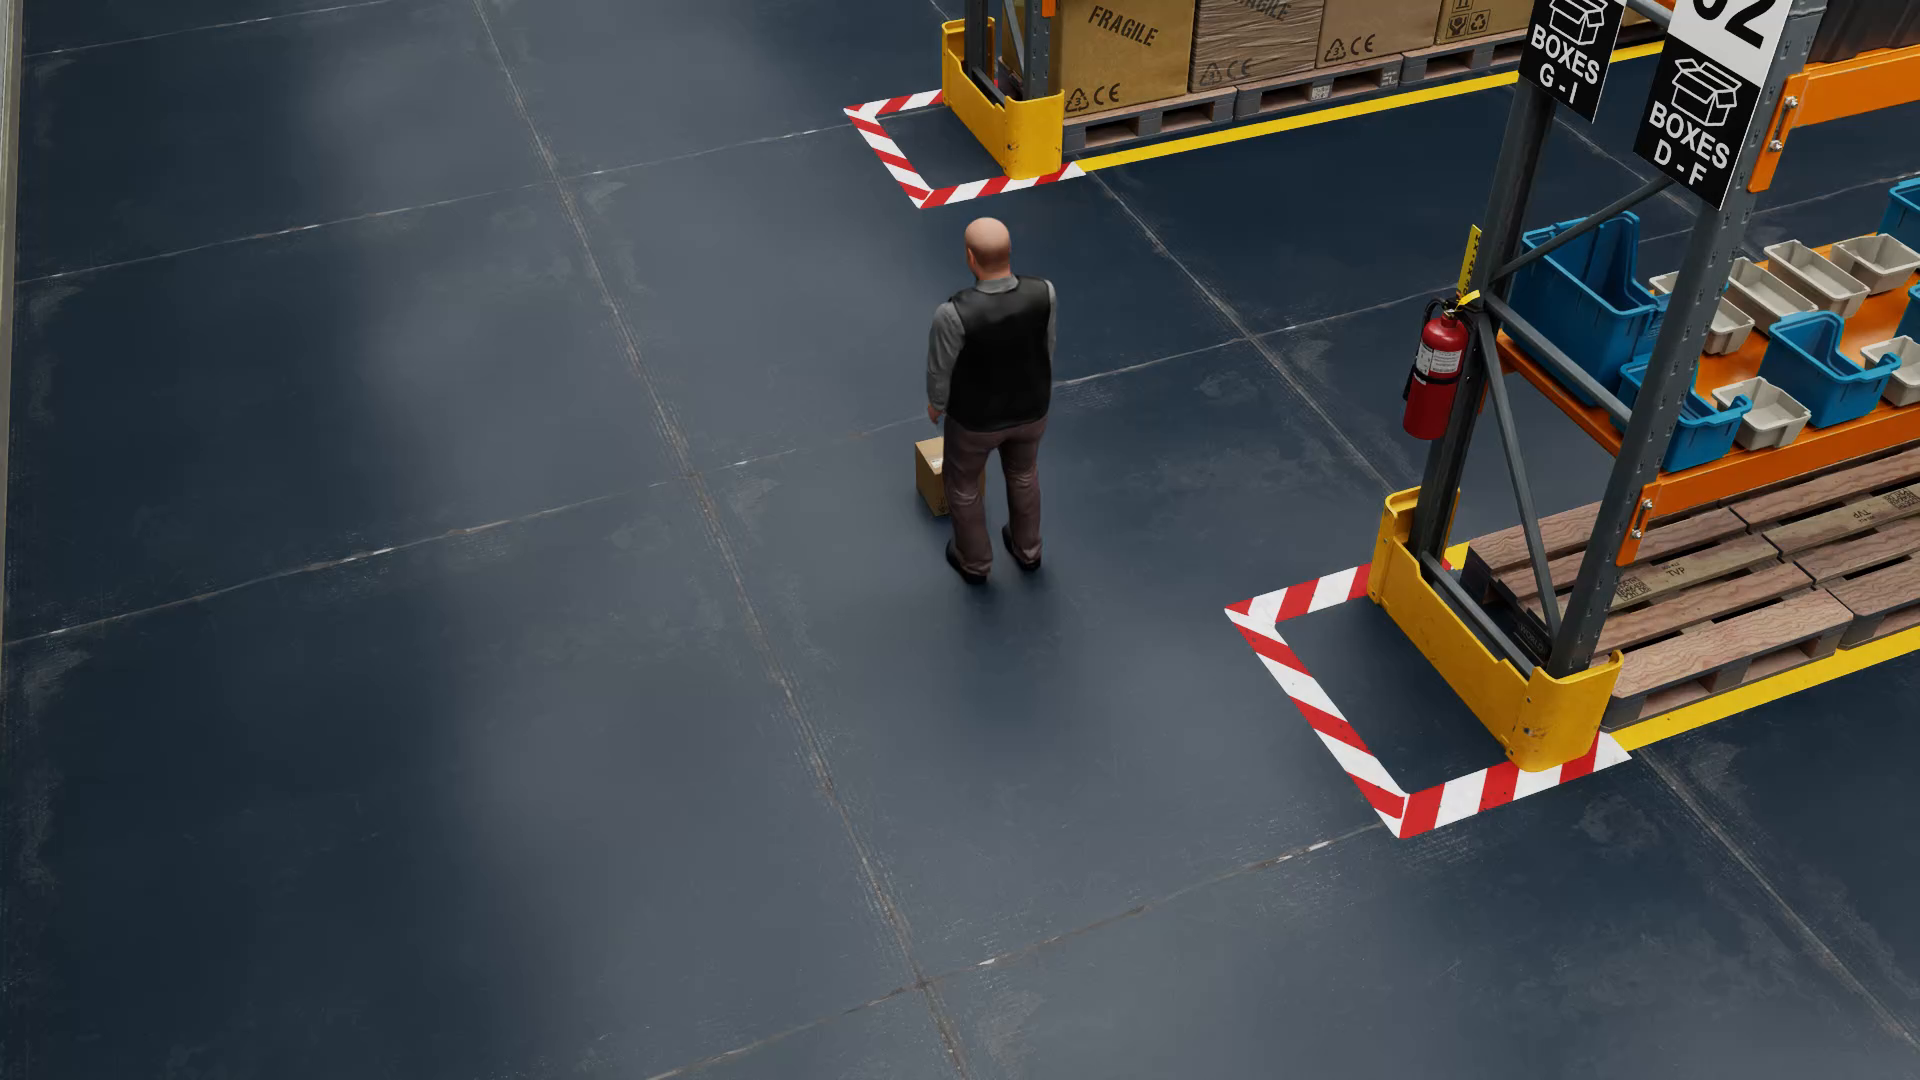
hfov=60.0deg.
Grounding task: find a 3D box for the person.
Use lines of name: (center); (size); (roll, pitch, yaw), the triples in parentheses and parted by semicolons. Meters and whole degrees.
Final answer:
person: (0.124, -0.533, 6.806); (0.546, 1.697, 0.385); (-14, 43, -16)
